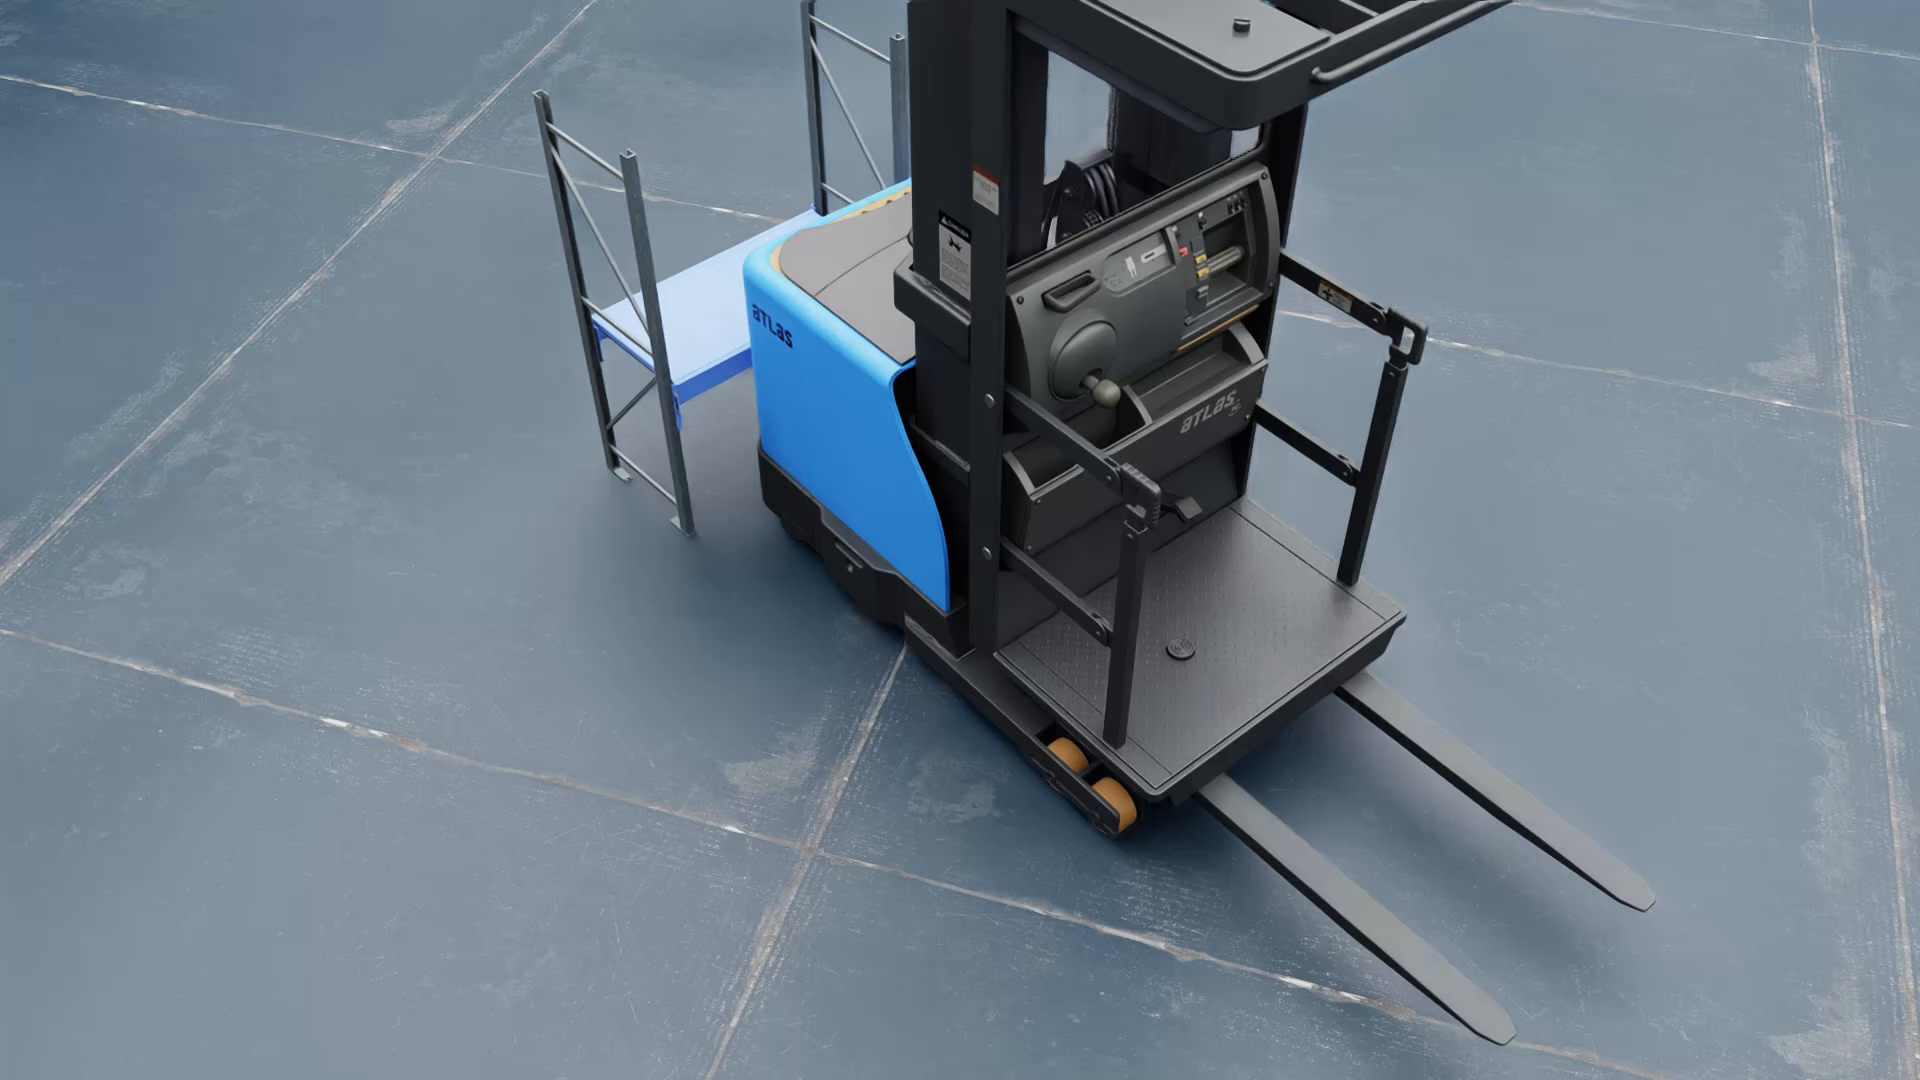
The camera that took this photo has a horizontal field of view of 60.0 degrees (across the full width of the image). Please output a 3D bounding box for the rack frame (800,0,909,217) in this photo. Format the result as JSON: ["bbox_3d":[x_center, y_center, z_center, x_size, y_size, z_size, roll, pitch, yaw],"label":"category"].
[{"bbox_3d":[-0.350,-1.162,5.864,0.032,1.500,0.500,-33,53,-29],"label":"rack frame"}]

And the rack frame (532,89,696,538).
[{"bbox_3d":[-1.099,-0.681,5.373,0.032,1.500,0.500,-33,53,-29],"label":"rack frame"}]

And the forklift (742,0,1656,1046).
[{"bbox_3d":[0.640,-0.589,4.256,1.130,2.935,3.031,-30,52,-27],"label":"forklift"}]

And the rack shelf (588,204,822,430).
[{"bbox_3d":[-0.725,-0.792,5.744,1.000,0.185,0.538,-33,53,-29],"label":"rack shelf"}]

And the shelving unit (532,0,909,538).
[{"bbox_3d":[-0.725,-0.921,5.618,1.048,1.500,0.538,-33,53,-29],"label":"shelving unit"}]
